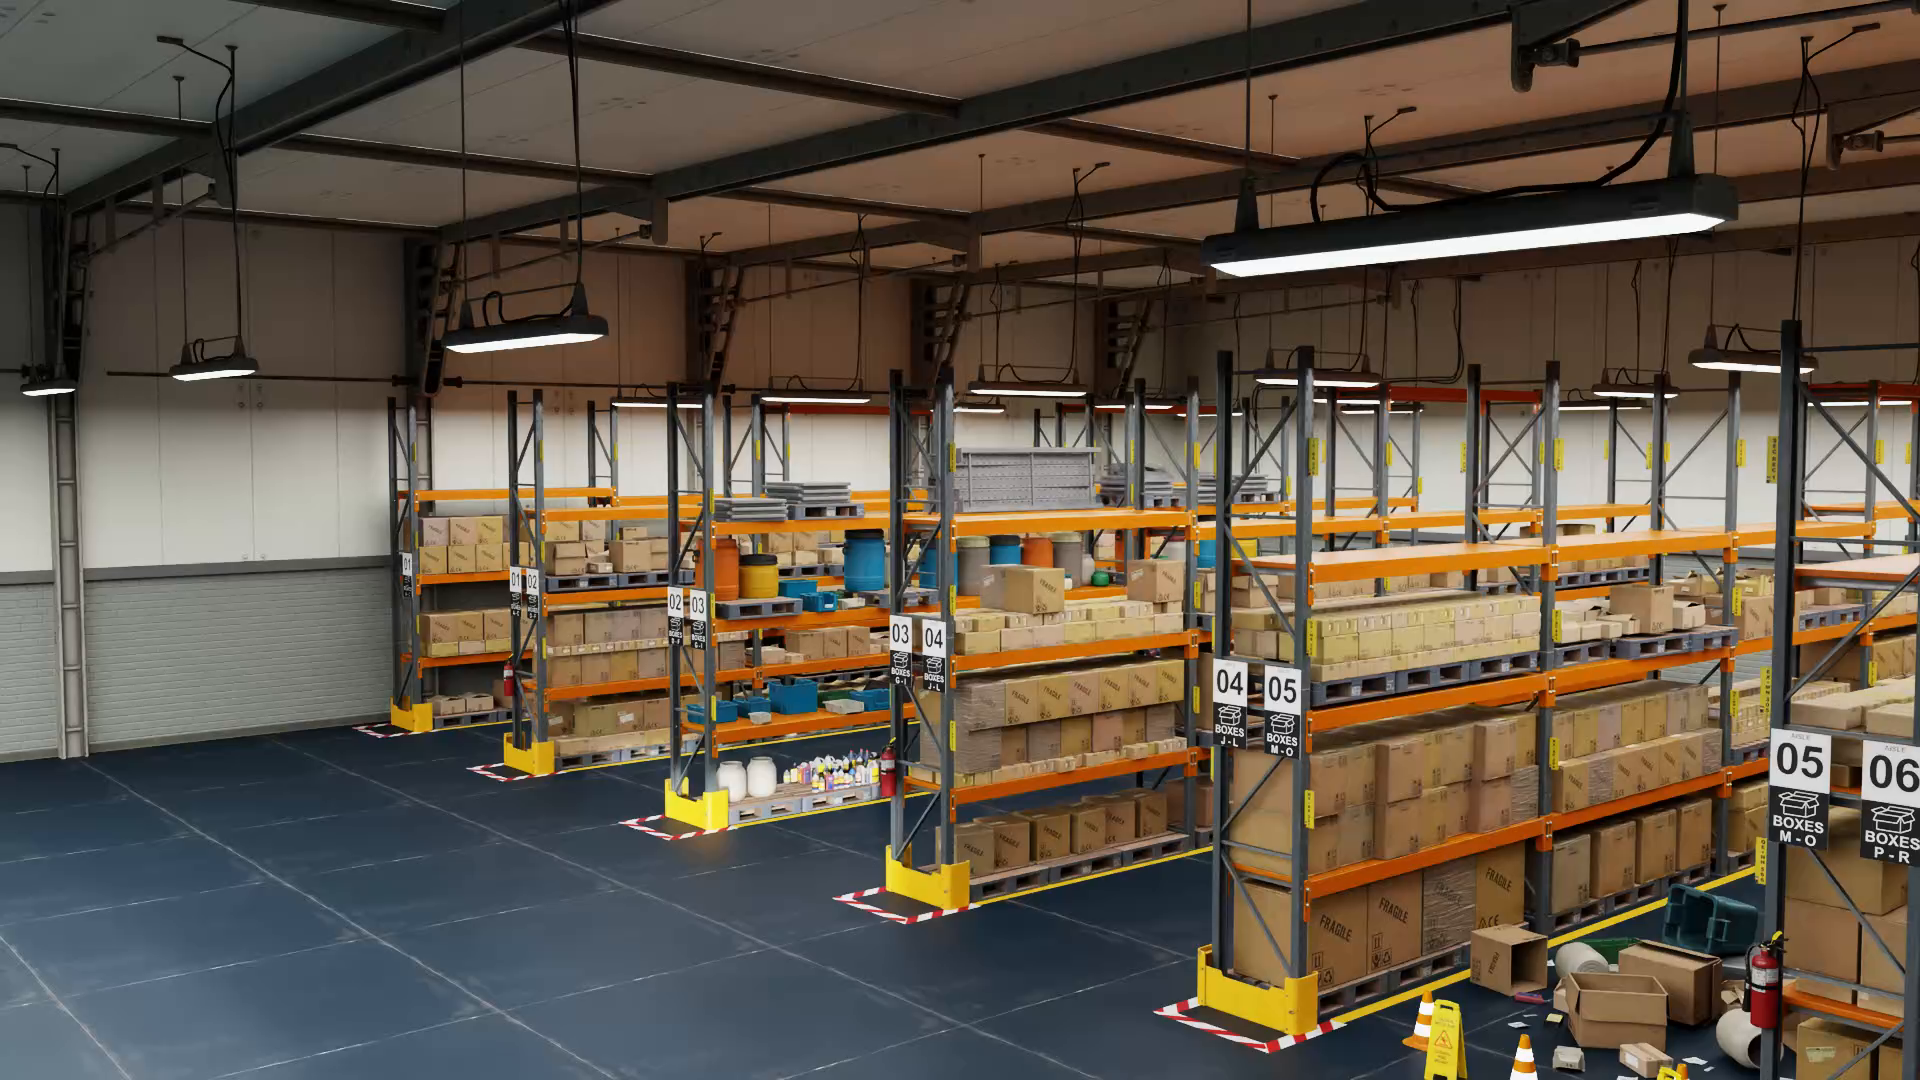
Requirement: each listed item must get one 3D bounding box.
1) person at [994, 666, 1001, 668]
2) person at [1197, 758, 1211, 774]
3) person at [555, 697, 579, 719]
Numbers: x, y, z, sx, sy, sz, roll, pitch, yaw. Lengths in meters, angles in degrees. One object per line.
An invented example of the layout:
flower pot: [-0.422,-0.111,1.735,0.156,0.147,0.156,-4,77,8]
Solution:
person: [0.794,2.363,28.140,0.802,1.774,0.680,-3,4,-42]
person: [3.619,2.862,24.517,0.628,1.746,0.722,-3,4,-40]
person: [-6.712,2.667,28.592,0.936,1.698,0.599,-3,5,-43]
